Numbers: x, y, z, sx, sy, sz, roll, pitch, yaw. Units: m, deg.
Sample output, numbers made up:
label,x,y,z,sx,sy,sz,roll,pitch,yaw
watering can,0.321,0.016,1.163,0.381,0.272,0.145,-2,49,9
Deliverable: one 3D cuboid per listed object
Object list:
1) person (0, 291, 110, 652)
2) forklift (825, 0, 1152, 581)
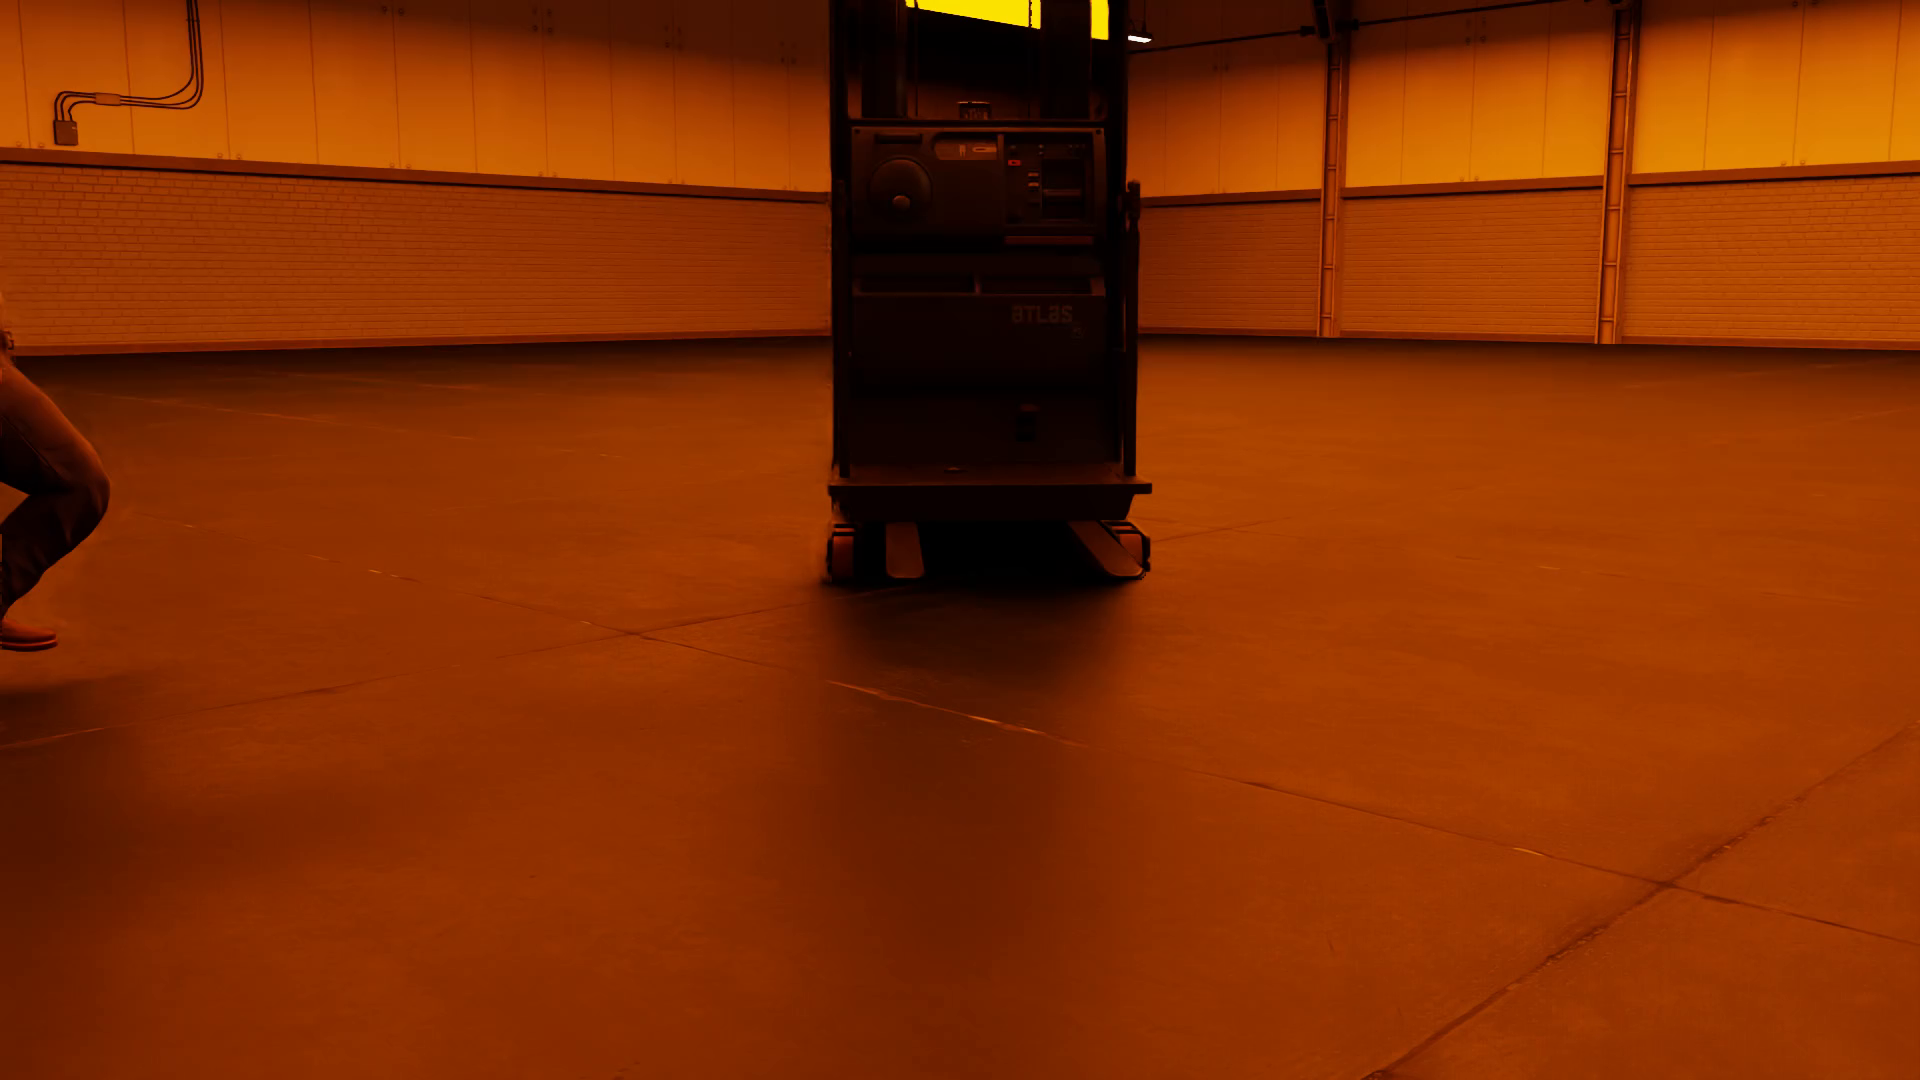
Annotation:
label,x,y,z,sx,sy,sz,roll,pitch,yaw
person,-2.659,-0.419,4.397,0.587,1.553,0.863,-7,11,-39
forklift,0.081,-1.353,5.857,1.130,2.935,3.031,0,9,-3
